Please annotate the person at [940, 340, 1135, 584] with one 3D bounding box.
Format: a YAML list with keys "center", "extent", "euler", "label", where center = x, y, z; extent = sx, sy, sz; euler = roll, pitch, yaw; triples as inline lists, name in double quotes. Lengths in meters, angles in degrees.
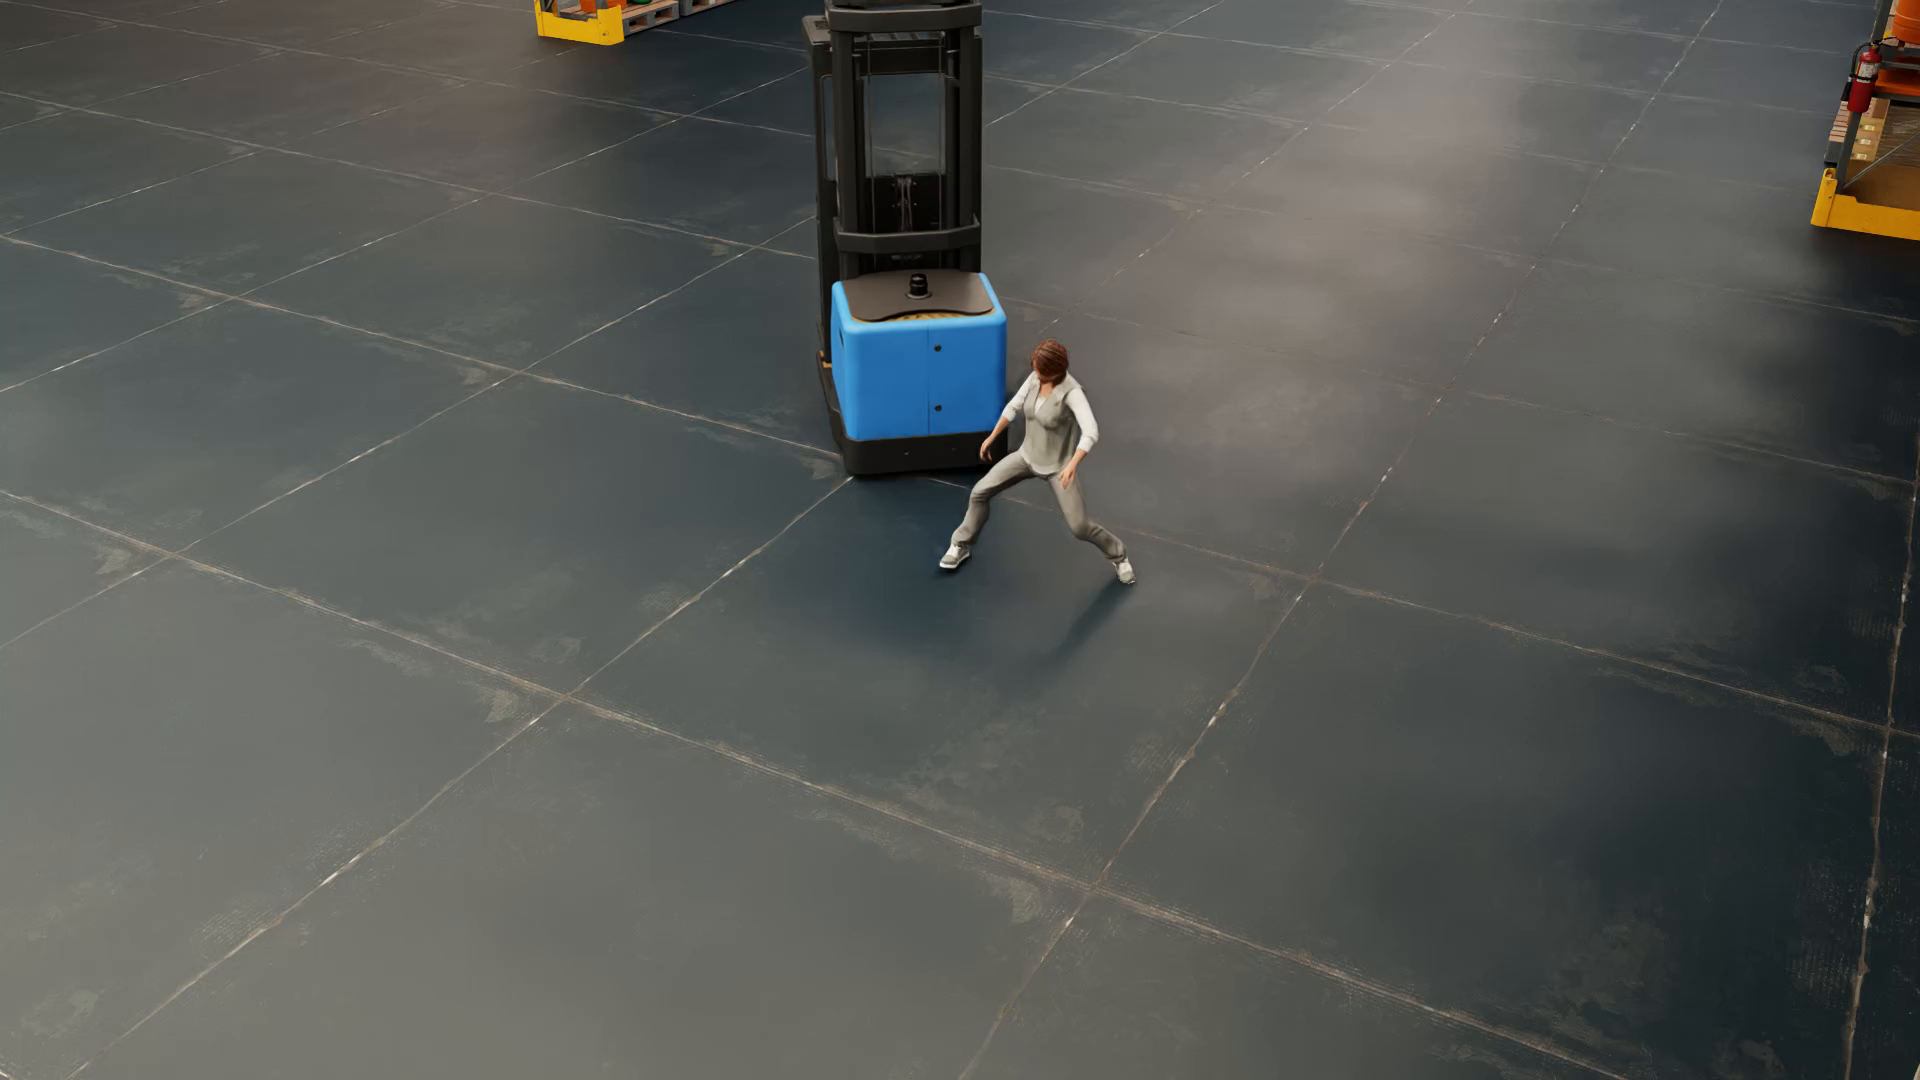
- center: [0.458, -0.418, 9.348]
  extent: [0.874, 1.435, 0.925]
  euler: [-25, 38, -36]
  label: "person"

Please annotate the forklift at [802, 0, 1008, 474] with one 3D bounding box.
- center: [-0.442, -2.406, 11.239]
  extent: [1.130, 2.935, 3.031]
  euler: [-5, 30, -8]
  label: "forklift"
